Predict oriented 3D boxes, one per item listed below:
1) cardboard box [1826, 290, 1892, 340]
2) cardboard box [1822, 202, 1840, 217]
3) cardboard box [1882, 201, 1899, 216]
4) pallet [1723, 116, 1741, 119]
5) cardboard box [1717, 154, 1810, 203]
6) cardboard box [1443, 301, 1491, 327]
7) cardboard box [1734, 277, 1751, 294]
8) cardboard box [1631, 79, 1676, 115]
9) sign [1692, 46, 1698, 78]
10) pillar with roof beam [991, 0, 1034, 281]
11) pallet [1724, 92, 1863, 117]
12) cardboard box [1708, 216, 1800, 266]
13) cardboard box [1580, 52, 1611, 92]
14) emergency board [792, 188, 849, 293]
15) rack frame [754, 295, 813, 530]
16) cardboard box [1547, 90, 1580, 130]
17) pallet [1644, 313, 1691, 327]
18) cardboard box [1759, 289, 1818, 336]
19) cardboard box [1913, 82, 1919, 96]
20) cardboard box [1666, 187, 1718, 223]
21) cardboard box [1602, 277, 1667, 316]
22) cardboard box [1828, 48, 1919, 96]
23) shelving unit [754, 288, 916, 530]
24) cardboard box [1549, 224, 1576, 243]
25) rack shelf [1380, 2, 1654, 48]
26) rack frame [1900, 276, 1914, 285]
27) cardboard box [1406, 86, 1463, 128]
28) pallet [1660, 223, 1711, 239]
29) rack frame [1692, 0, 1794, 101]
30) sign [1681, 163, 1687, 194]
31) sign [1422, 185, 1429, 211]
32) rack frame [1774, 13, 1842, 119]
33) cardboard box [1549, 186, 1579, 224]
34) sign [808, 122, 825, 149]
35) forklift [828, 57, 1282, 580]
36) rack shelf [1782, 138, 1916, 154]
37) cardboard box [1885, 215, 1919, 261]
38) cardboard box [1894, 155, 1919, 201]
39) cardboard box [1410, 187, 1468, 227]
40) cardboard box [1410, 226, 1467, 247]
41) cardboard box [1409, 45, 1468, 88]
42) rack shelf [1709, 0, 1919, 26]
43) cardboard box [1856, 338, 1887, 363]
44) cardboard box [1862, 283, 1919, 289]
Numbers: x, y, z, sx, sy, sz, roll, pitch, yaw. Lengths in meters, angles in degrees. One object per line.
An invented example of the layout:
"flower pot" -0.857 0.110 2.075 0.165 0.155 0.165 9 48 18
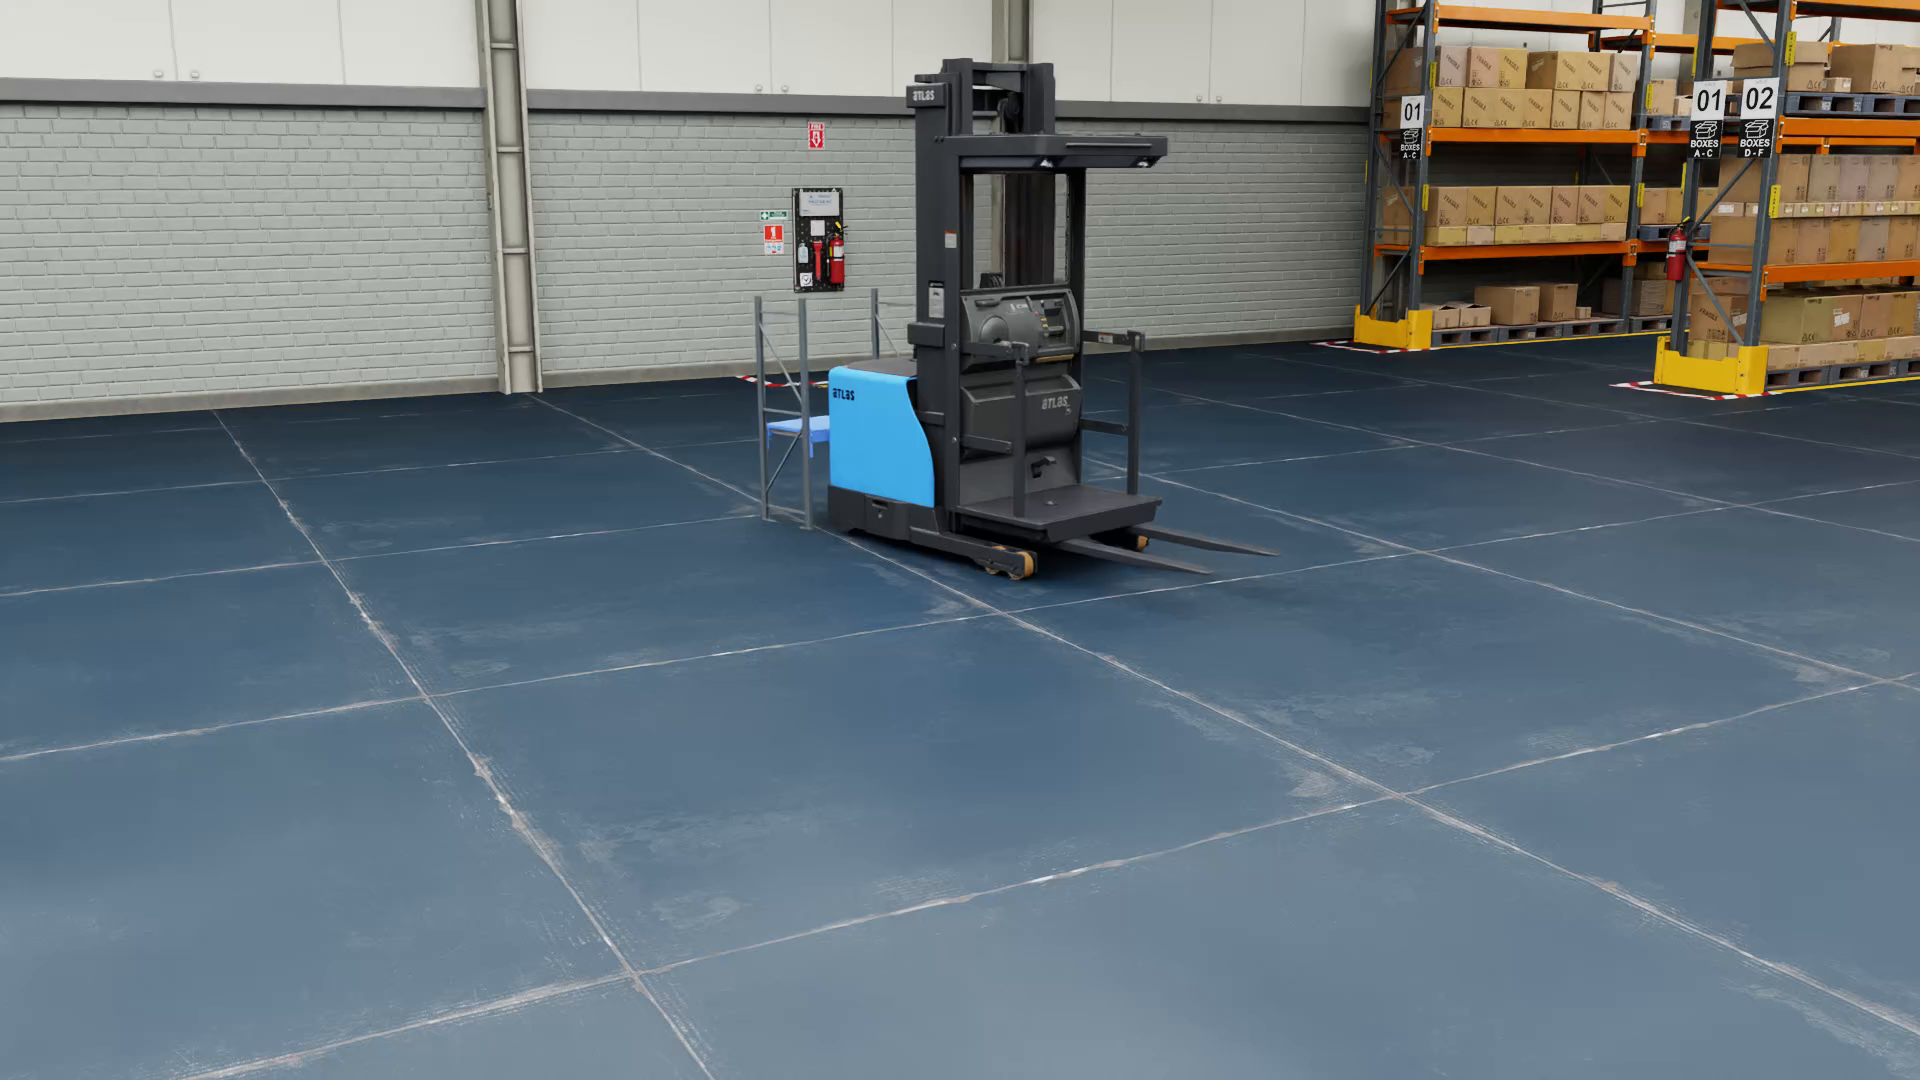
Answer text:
"cardboard box" 9.957 -2.505 18.505 0.500 0.500 0.500 -7 14 -28
"cardboard box" 9.182 -3.550 17.847 0.250 0.149 0.380 -7 14 -29
"cardboard box" 10.090 -3.659 18.331 0.250 0.149 0.380 -6 14 -26
"pallet" 10.698 -6.006 24.059 1.003 0.211 1.213 -7 14 -28
"cardboard box" 8.524 -3.839 17.651 0.500 0.500 0.700 -7 14 -28
"cardboard box" 6.836 -3.077 22.573 0.500 0.311 0.500 -6 14 -23
"cardboard box" 11.592 -3.778 25.256 0.500 0.500 0.700 -7 14 -28
"cardboard box" 9.714 -6.239 23.483 0.500 0.500 0.500 -5 13 -20
"sign" 7.814 -5.067 17.626 0.005 0.325 0.100 -7 14 -28
"pillar with roof beam" 2.681 -5.765 15.731 0.400 9.000 9.100 -7 14 -28
"pallet" 8.695 -4.594 17.562 1.213 0.211 1.003 -7 14 -28
"cardboard box" 8.478 -3.200 17.769 0.500 0.500 0.700 -7 14 -28
"cardboard box" 8.408 -6.325 22.498 0.500 0.500 0.500 -6 14 -25
"emergency board" -1.569 -3.415 18.954 0.643 1.169 0.194 -7 14 -28
"rack frame" -1.155 -0.834 10.881 0.032 1.500 0.500 -12 17 -43
"cardboard box" 7.953 -5.785 22.376 0.500 0.500 0.500 -7 15 -30
"pallet" 10.951 -3.331 24.928 1.213 0.211 1.003 -7 14 -28
"cardboard box" 9.261 -2.556 18.732 0.500 0.500 0.500 -7 14 -28
"cardboard box" 10.645 -4.960 18.282 0.250 0.149 0.380 -7 14 -28
"cardboard box" 10.716 -4.923 24.422 0.500 0.500 0.700 -5 14 -20
"cardboard box" 9.834 -3.556 24.267 0.500 0.500 0.700 -6 14 -26
"cardboard box" 10.067 -5.164 18.379 0.637 0.503 0.797 -5 14 -22
"shelving unit" -0.791 -0.912 11.228 1.048 1.500 0.538 -12 17 -43
"cardboard box" 8.050 -4.201 22.742 0.500 0.250 0.500 -7 14 -28
"rack shelf" 7.441 -6.844 22.169 4.000 0.370 1.077 -7 14 -28
"rack frame" 11.573 -3.525 19.443 0.127 3.000 1.000 -7 14 -28
"cardboard box" 6.098 -5.568 21.413 0.500 0.500 0.500 -6 14 -26
"pallet" 10.989 -4.591 24.613 1.213 0.211 1.003 -7 14 -28
"rack frame" 8.062 -6.031 16.914 0.127 3.000 1.000 -7 14 -28
"sign" 7.814 -3.891 17.891 0.005 0.325 0.100 -7 14 -28
"sign" 5.945 -4.377 21.253 0.005 0.325 0.100 -7 14 -28
"rack frame" 12.707 -7.827 24.894 0.127 3.000 1.000 -7 14 -28
"cardboard box" 8.047 -4.568 22.665 0.500 0.500 0.500 -7 15 -29
"sign" -1.623 -4.565 18.781 0.199 0.298 0.001 -7 14 -28
"forklift" 0.517 -1.327 9.832 1.130 2.935 3.031 -12 17 -42
"rack shelf" 14.462 -6.223 26.237 4.000 0.370 1.077 -7 14 -28
"cardboard box" 10.284 -3.418 18.736 0.500 0.500 0.700 -7 14 -27
"cardboard box" 10.304 -4.053 18.606 0.500 0.500 0.700 -7 14 -28
"cardboard box" 6.248 -4.354 21.711 0.500 0.500 0.500 -7 14 -28
"cardboard box" 6.266 -3.986 21.784 0.500 0.250 0.500 -7 15 -29
"cardboard box" 6.140 -6.062 21.333 0.500 0.500 0.500 -8 15 -32
"rack shelf" 9.817 -5.696 17.972 4.000 0.370 1.077 -7 14 -28
"cardboard box" 9.957 -2.139 18.589 0.500 0.250 0.500 -7 14 -28
"cardboard box" 11.016 -2.766 19.667 0.500 0.500 0.500 -7 14 -28
